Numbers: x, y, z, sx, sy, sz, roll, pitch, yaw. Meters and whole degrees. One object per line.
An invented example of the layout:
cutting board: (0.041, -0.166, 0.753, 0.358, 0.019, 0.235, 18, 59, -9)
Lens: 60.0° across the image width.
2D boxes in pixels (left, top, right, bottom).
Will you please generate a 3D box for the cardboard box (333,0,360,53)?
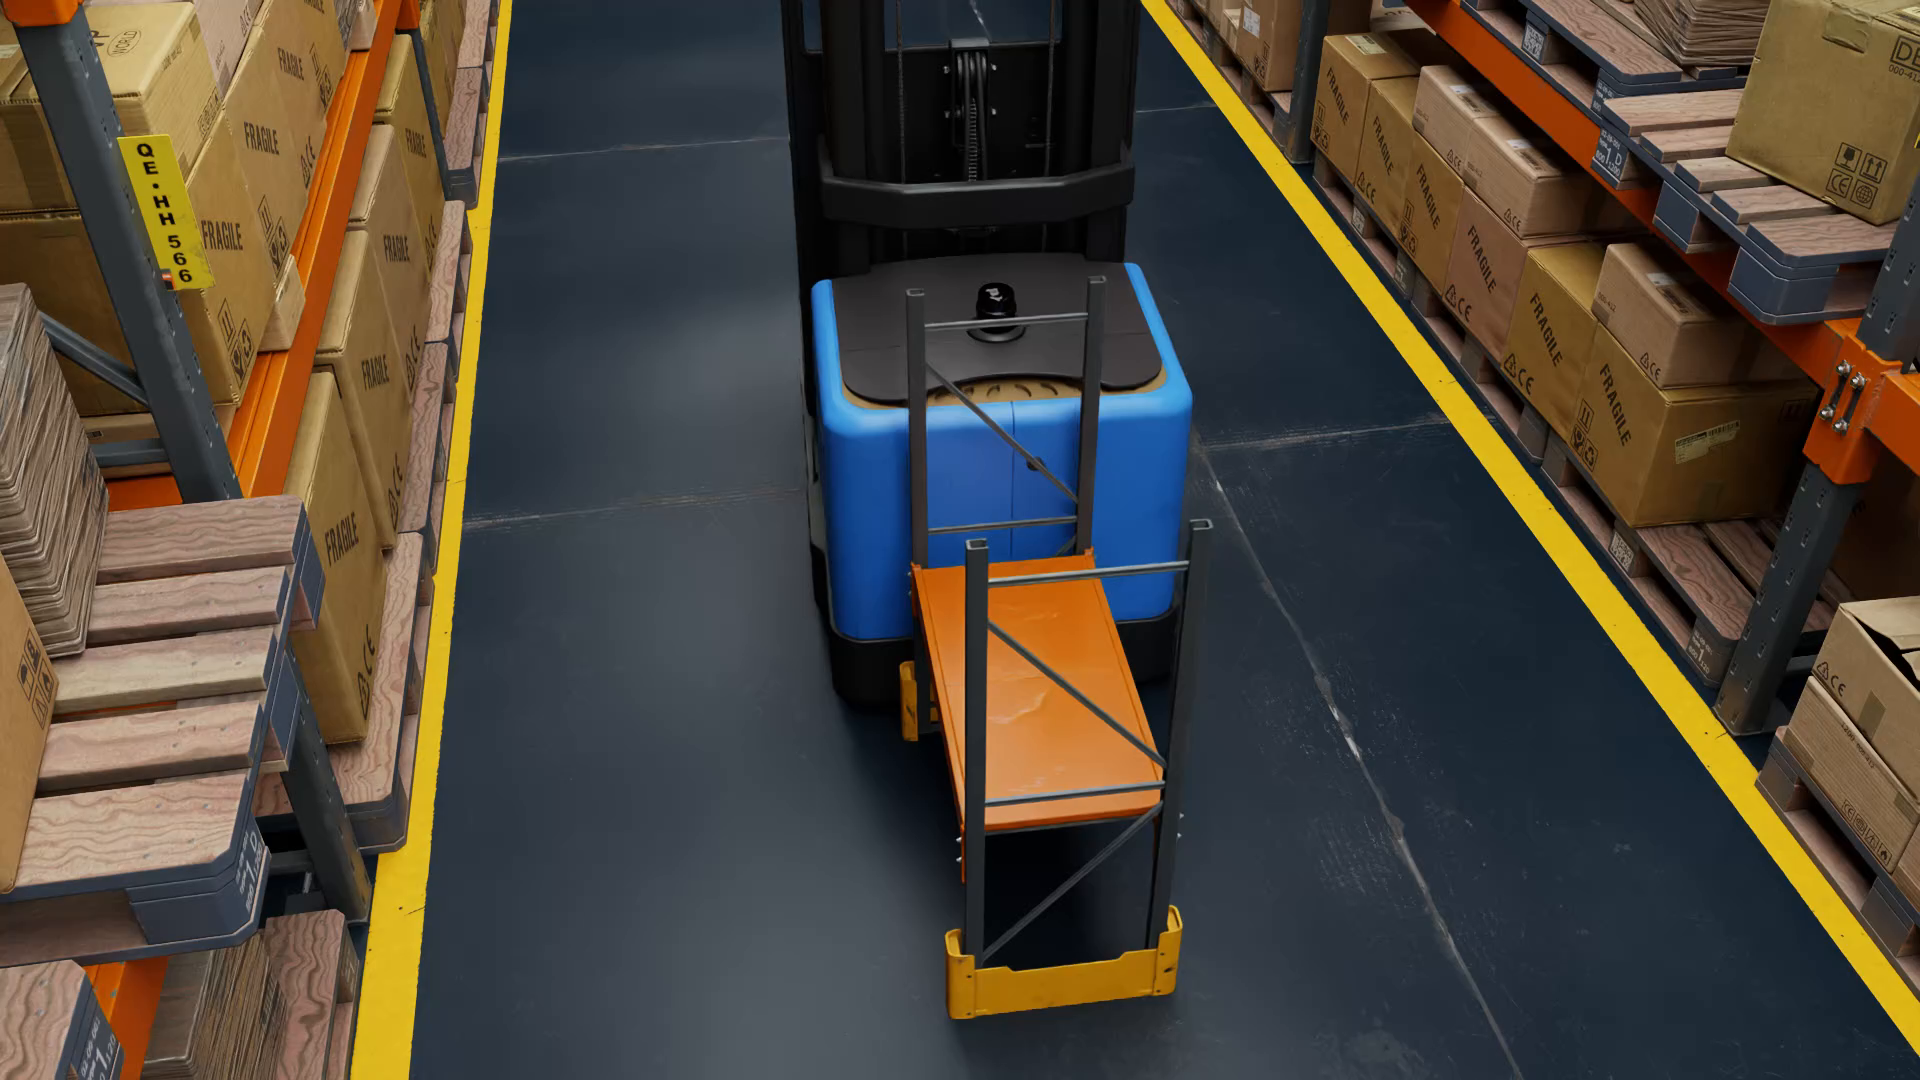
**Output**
cardboard box: (-2.273, -1.862, 5.361, 0.500, 0.500, 0.500, -6, 38, -8)

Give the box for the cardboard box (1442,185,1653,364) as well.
cardboard box: (2.213, -1.034, 6.315, 0.500, 0.500, 0.500, -8, 38, -10)

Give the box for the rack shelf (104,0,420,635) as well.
rack shelf: (-2.431, -1.068, 5.266, 1.077, 0.370, 4.000, -6, 38, -8)

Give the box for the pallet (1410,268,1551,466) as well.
pallet: (2.492, -0.768, 6.567, 1.003, 0.211, 1.213, -6, 38, -8)

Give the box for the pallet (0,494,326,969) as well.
pallet: (-1.850, 0.351, 3.010, 1.213, 0.211, 1.003, -6, 38, -8)

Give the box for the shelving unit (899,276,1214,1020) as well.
shelving unit: (0.187, 0.266, 4.185, 0.587, 1.500, 1.083, -5, 38, -6)

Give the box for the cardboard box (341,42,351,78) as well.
cardboard box: (-2.293, -1.676, 5.650, 0.380, 0.149, 0.250, -6, 38, -8)

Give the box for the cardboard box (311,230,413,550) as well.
cardboard box: (-2.227, -0.449, 5.293, 0.750, 0.750, 0.750, -6, 38, -8)

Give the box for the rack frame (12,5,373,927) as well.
rack frame: (-2.080, -0.144, 3.490, 1.000, 3.000, 0.127, -6, 38, -8)

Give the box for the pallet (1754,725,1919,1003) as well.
pallet: (2.902, 0.924, 4.389, 1.003, 0.211, 1.213, -6, 38, -8)

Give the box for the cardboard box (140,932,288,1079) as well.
cardboard box: (-1.903, 1.099, 3.570, 0.700, 0.500, 0.500, -6, 38, -7)

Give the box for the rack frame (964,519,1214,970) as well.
rack frame: (0.260, 0.580, 3.781, 0.500, 1.500, 0.032, -5, 38, -6)

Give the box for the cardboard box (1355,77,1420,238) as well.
cardboard box: (2.044, -1.642, 7.098, 0.500, 0.500, 0.500, -6, 38, -7)

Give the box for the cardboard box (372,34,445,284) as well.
cardboard box: (-2.539, -1.498, 6.643, 0.750, 0.750, 0.750, -6, 38, -7)

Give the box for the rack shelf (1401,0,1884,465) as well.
rack shelf: (2.446, -1.603, 5.955, 1.077, 0.370, 4.000, -6, 38, -8)

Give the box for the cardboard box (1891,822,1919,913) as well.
cardboard box: (2.688, 0.892, 4.055, 0.500, 0.250, 0.500, -7, 38, -9)

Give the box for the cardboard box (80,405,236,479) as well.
cardboard box: (-1.910, -0.276, 3.849, 0.380, 0.149, 0.250, -7, 38, -9)

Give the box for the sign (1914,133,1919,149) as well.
sign: (2.264, -1.041, 3.766, 0.100, 0.325, 0.005, -6, 38, -8)

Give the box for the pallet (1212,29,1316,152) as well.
pallet: (1.975, -2.409, 8.679, 1.003, 0.211, 1.213, -6, 38, -8)

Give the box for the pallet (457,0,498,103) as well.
pallet: (-3.055, -2.665, 9.008, 1.003, 0.211, 1.213, -6, 38, -8)

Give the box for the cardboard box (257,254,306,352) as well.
cardboard box: (-1.909, -0.599, 4.265, 0.380, 0.149, 0.250, -5, 38, -7)

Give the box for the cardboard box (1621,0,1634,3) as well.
cardboard box: (2.465, -2.240, 5.764, 0.700, 0.500, 0.500, -16, 41, -19)

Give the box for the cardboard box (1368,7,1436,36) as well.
cardboard box: (2.234, -2.484, 8.335, 0.500, 0.311, 0.500, -6, 38, -8)

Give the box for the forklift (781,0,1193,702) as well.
forklift: (-0.025, -1.565, 5.375, 1.130, 2.935, 3.031, -4, 38, -5)

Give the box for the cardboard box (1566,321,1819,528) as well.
cardboard box: (2.401, -0.405, 5.506, 0.500, 0.500, 0.500, -5, 38, -6)

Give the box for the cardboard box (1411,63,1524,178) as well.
cardboard box: (2.115, -1.655, 6.503, 0.500, 0.250, 0.500, -6, 38, -8)

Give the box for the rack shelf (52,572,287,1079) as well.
rack shelf: (-1.729, 1.348, 2.156, 1.077, 0.370, 4.000, -6, 38, -8)

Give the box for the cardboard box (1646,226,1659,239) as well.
cardboard box: (2.721, -1.105, 6.406, 0.500, 0.500, 0.500, -7, 38, -9)

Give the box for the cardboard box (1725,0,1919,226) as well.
cardboard box: (2.575, -1.253, 4.494, 0.700, 0.500, 0.500, -19, 42, -23)

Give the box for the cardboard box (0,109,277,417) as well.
cardboard box: (-1.913, -0.630, 3.775, 0.500, 0.500, 0.500, -5, 38, -7)

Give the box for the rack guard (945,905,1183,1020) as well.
rack guard: (0.257, 1.062, 4.180, 0.587, 0.250, 0.087, -5, 38, -6)

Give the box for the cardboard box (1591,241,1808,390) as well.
cardboard box: (2.387, -0.735, 5.319, 0.500, 0.250, 0.500, -5, 38, -6)

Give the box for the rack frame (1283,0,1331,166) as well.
rack frame: (2.095, -3.095, 7.289, 1.000, 3.000, 0.127, -6, 38, -8)

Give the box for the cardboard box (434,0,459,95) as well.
cardboard box: (-2.896, -2.505, 8.225, 0.700, 0.500, 0.500, -7, 38, -8)

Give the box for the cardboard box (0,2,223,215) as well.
cardboard box: (-1.911, -0.924, 3.543, 0.500, 0.250, 0.500, -5, 38, -7)

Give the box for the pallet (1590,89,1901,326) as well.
pallet: (2.608, -1.005, 4.755, 1.213, 0.211, 1.003, -6, 38, -8)

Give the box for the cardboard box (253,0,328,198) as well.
cardboard box: (-2.082, -1.247, 4.570, 0.500, 0.500, 0.500, -6, 38, -8)

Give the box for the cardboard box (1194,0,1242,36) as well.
cardboard box: (1.584, -2.974, 8.966, 0.500, 0.311, 0.500, -6, 38, -8)

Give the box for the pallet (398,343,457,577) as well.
pallet: (-2.355, -0.262, 5.916, 1.003, 0.211, 1.213, -6, 38, -8)

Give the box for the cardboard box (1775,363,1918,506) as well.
cardboard box: (2.900, -0.487, 5.611, 0.500, 0.500, 0.500, -8, 38, -10)

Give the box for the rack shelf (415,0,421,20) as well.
rack shelf: (-3.132, -3.484, 8.376, 1.077, 0.370, 4.000, -6, 38, -8)

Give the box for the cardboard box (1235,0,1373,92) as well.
cardboard box: (1.716, -2.595, 8.324, 0.500, 0.500, 0.500, -6, 38, -8)

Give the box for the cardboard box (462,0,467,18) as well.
cardboard box: (-3.085, -3.137, 9.038, 0.700, 0.500, 0.500, -7, 38, -9)

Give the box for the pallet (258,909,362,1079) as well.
pallet: (-1.945, 1.429, 3.738, 1.003, 0.211, 1.213, -6, 38, -8)

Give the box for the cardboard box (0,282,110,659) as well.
cardboard box: (-1.988, -0.074, 2.961, 0.700, 0.500, 0.500, -11, 39, -13)
